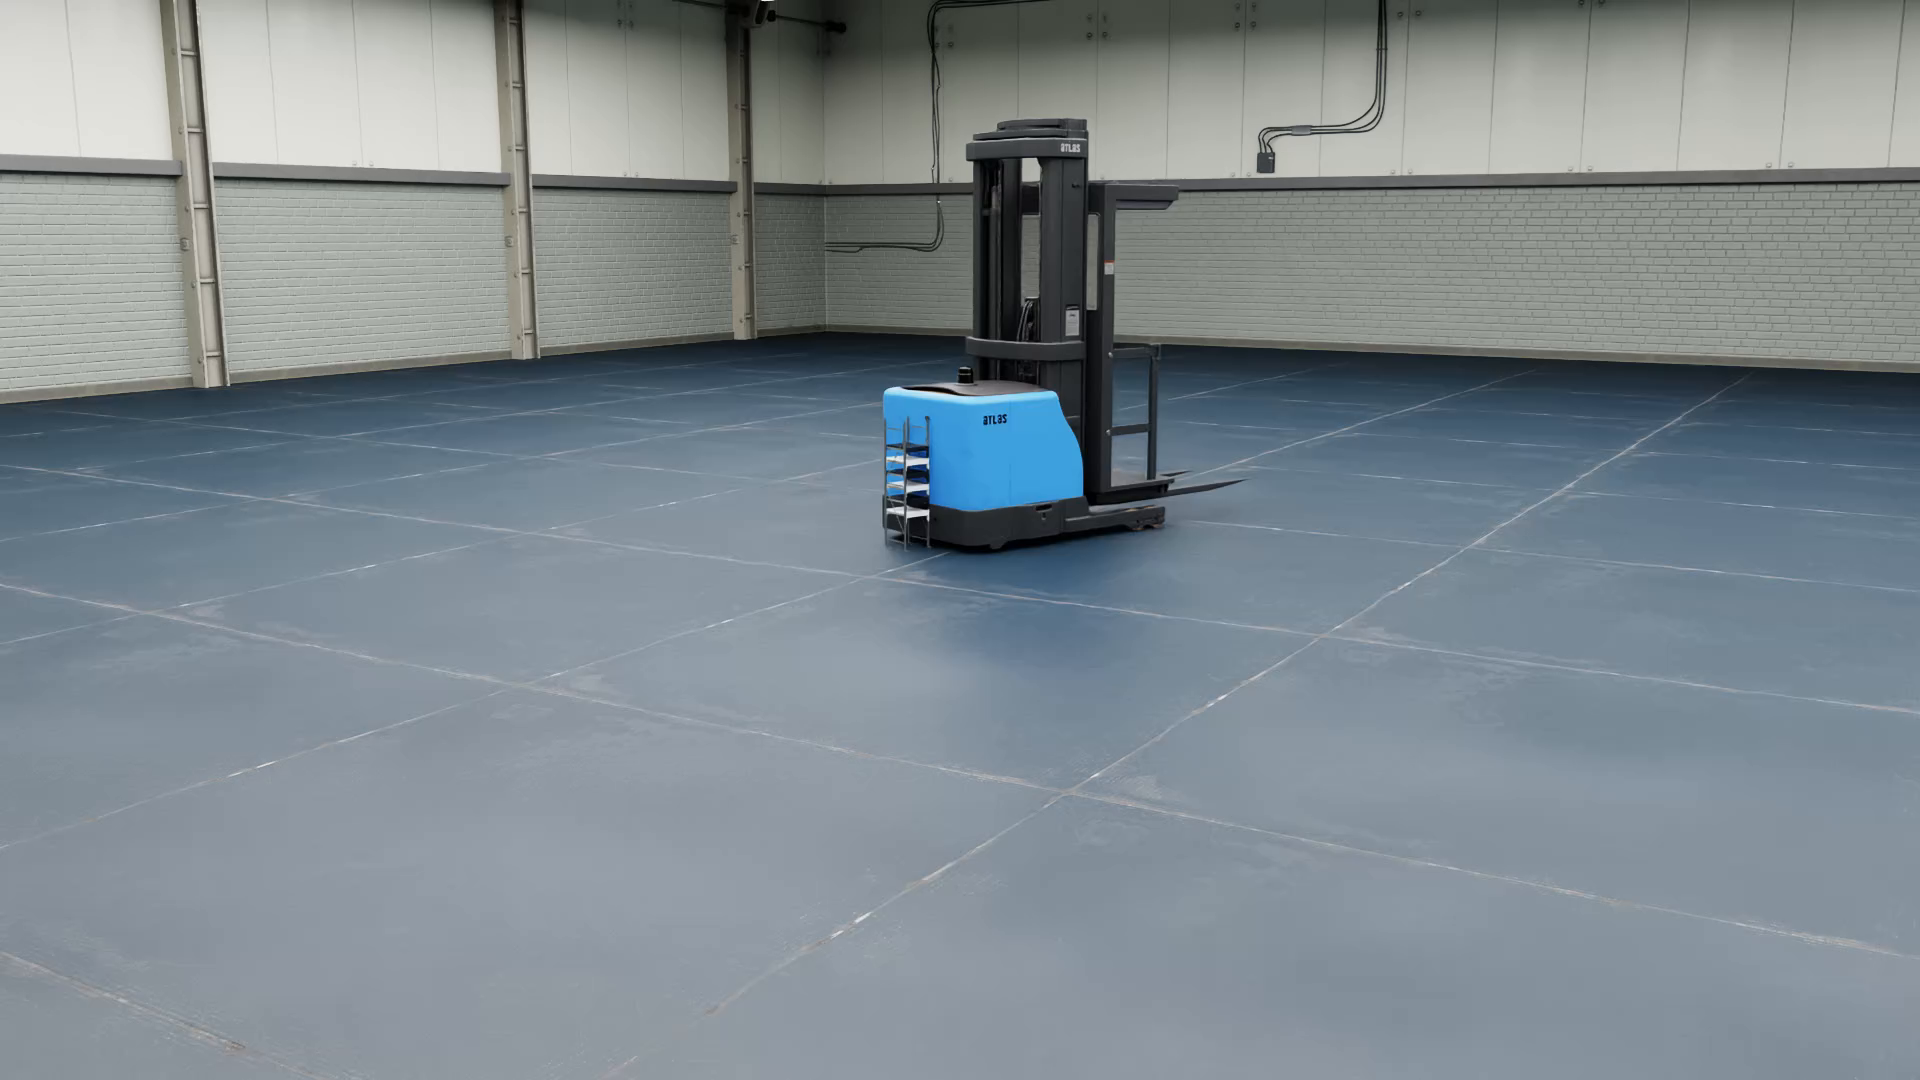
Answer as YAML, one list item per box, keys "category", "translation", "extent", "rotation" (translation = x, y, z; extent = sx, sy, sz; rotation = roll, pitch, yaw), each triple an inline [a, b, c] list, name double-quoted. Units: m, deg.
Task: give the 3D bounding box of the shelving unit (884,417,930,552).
- category: "shelving unit"
  translation: [-0.368, -0.387, 11.488]
  extent: [0.210, 0.900, 0.258]
  rotation: [-9, 14, -39]

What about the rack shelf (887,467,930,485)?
- category: "rack shelf"
  translation: [-0.368, -0.442, 11.478]
  extent: [0.200, 0.077, 0.258]
  rotation: [-9, 14, -39]

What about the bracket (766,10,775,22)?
- category: "bracket"
  translation: [-3.811, -10.280, 32.544]
  extent: [0.235, 0.232, 0.430]
  rotation: [6, 12, 31]

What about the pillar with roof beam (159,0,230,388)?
- category: "pillar with roof beam"
  translation: [-6.881, -6.181, 20.429]
  extent: [9.100, 9.000, 0.400]
  rotation: [6, 12, 31]

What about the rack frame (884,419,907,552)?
- category: "rack frame"
  translation: [-0.446, -0.375, 11.424]
  extent: [0.006, 0.900, 0.240]
  rotation: [-9, 14, -39]

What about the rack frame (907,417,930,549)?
- category: "rack frame"
  translation: [-0.289, -0.399, 11.552]
  extent: [0.006, 0.900, 0.240]
  rotation: [-9, 14, -39]

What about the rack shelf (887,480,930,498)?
- category: "rack shelf"
  translation: [-0.368, -0.354, 11.495]
  extent: [0.200, 0.077, 0.258]
  rotation: [-9, 14, -39]

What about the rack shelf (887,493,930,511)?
- category: "rack shelf"
  translation: [-0.368, -0.265, 11.511]
  extent: [0.200, 0.077, 0.258]
  rotation: [-9, 14, -39]

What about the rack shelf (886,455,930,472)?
- category: "rack shelf"
  translation: [-0.368, -0.531, 11.461]
  extent: [0.200, 0.077, 0.258]
  rotation: [-9, 14, -39]

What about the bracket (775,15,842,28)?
- category: "bracket"
  translation: [-2.888, -10.560, 34.038]
  extent: [0.076, 0.066, 3.189]
  rotation: [6, 12, 31]

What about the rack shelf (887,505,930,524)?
- category: "rack shelf"
  translation: [-0.368, -0.177, 11.528]
  extent: [0.200, 0.077, 0.258]
  rotation: [-9, 14, -39]

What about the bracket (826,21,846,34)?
- category: "bracket"
  translation: [-2.581, -10.653, 34.534]
  extent: [0.235, 0.232, 0.430]
  rotation: [6, 12, 31]

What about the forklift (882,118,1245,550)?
- category: "forklift"
  translation: [0.897, -1.572, 12.302]
  extent: [3.031, 2.935, 1.130]
  rotation: [-9, 14, -39]

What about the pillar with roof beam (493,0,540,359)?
- category: "pillar with roof beam"
  translation: [-3.766, -7.124, 25.470]
  extent: [9.100, 9.000, 0.400]
  rotation: [6, 12, 31]

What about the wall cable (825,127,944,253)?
- category: "wall cable"
  translation: [-1.671, -7.290, 34.793]
  extent: [3.097, 2.526, 0.112]
  rotation: [6, 12, 31]

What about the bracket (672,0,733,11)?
- category: "bracket"
  translation: [-5.580, -9.744, 29.682]
  extent: [0.076, 0.066, 4.783]
  rotation: [6, 12, 31]

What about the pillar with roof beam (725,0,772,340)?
- category: "pillar with roof beam"
  translation: [-0.651, -8.068, 30.510]
  extent: [9.100, 9.000, 0.548]
  rotation: [6, 12, 31]

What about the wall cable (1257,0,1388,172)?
- category: "wall cable"
  translation: [6.435, -9.579, 29.336]
  extent: [2.305, 6.003, 0.169]
  rotation: [6, 12, 31]

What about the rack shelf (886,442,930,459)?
- category: "rack shelf"
  translation: [-0.368, -0.619, 11.445]
  extent: [0.200, 0.077, 0.258]
  rotation: [-9, 14, -39]

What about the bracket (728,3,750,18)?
- category: "bracket"
  translation: [-4.242, -10.149, 31.846]
  extent: [0.235, 0.232, 0.430]
  rotation: [6, 12, 31]

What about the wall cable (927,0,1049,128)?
- category: "wall cable"
  translation: [0.641, -9.514, 32.948]
  extent: [3.097, 2.526, 0.112]
  rotation: [6, 12, 31]
